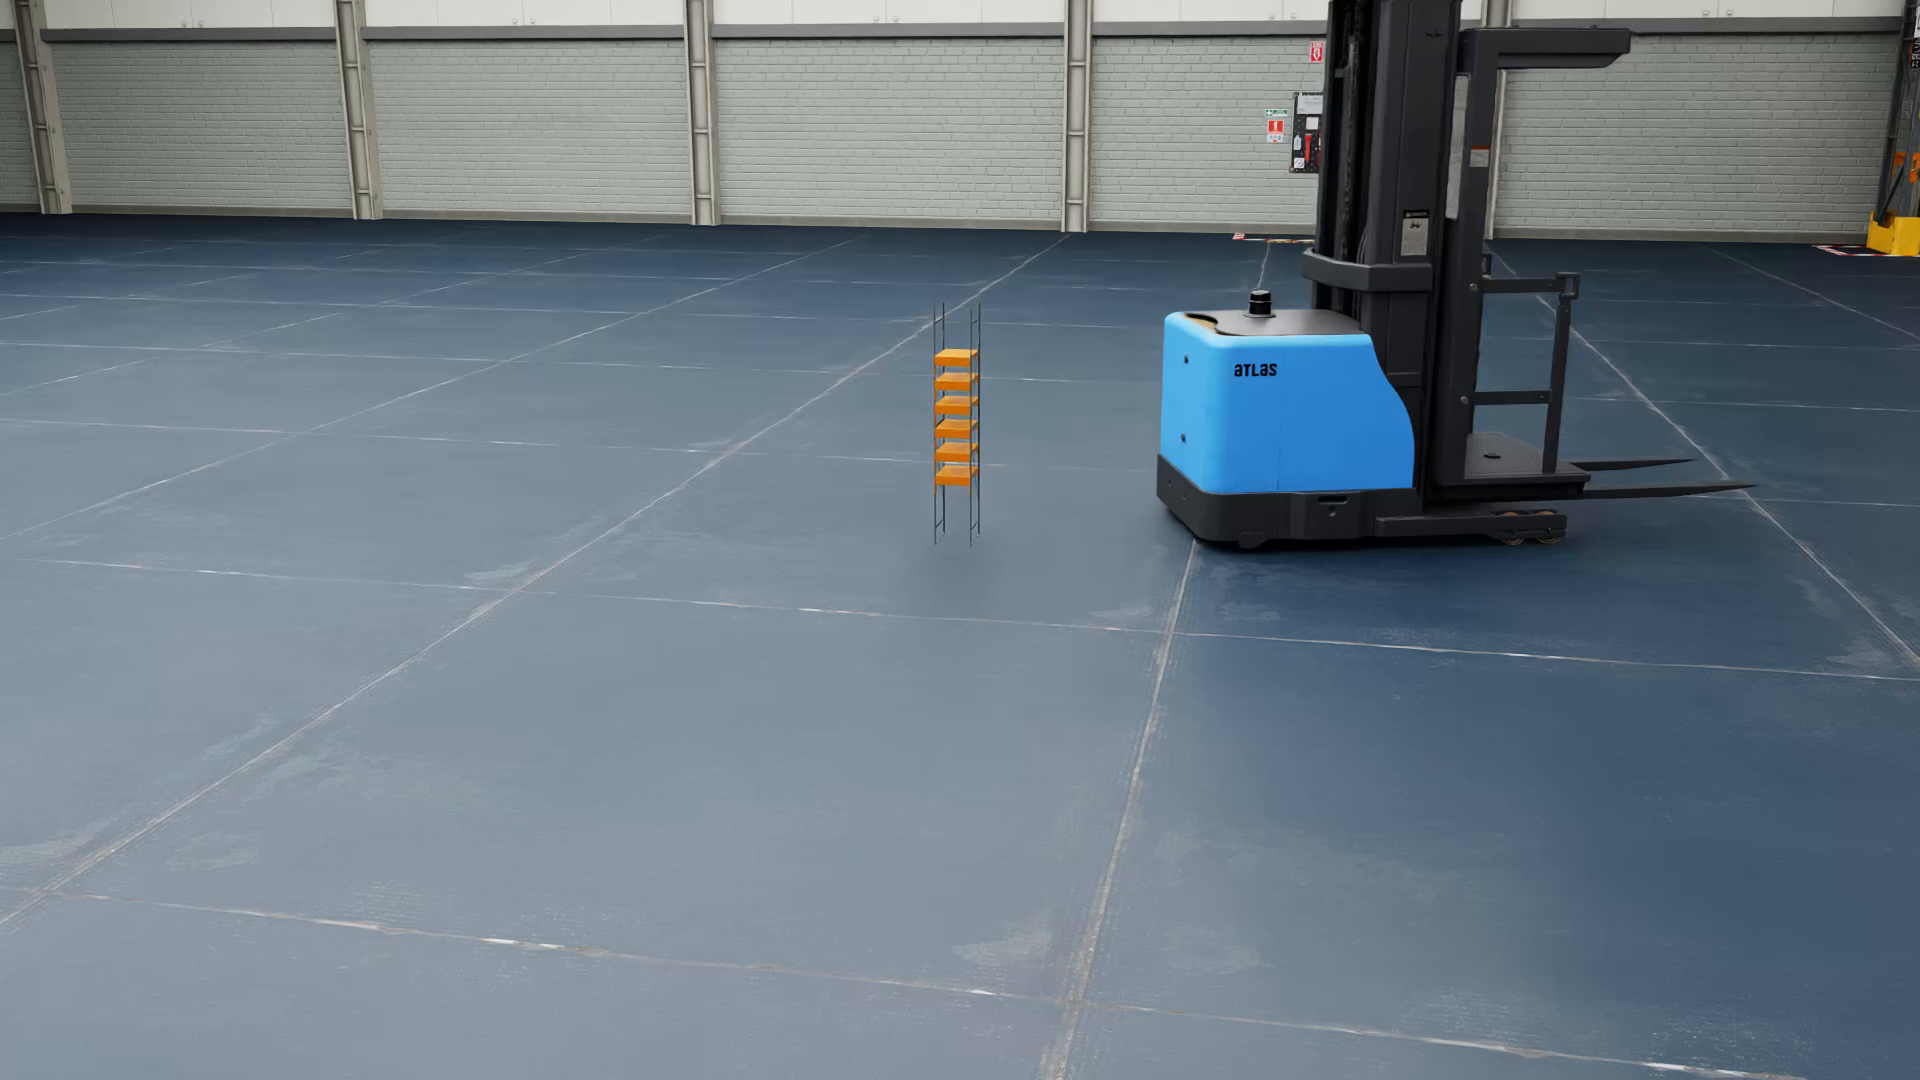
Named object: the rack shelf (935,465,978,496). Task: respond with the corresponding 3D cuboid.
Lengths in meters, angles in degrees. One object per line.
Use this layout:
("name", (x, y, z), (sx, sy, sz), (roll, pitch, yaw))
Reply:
("rack shelf", (-0.014, -0.305, 8.411), (0.180, 0.103, 0.258), (3, 16, 11))

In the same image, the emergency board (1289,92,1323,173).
("emergency board", (5.248, -6.052, 24.722), (0.643, 1.169, 0.194), (3, 16, 11))

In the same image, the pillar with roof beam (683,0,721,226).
("pillar with roof beam", (-4.955, -8.314, 21.650), (0.400, 9.000, 9.100), (3, 16, 11))

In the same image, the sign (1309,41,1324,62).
("sign", (5.260, -7.196, 24.508), (0.199, 0.298, 0.001), (3, 16, 11))

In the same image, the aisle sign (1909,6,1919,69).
("aisle sign", (12.554, -6.581, 21.760), (0.004, 0.787, 0.394), (3, 16, 11))

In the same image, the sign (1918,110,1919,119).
("sign", (12.576, -5.678, 21.749), (0.005, 0.325, 0.100), (3, 16, 11))

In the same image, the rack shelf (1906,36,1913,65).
("rack shelf", (14.644, -6.395, 21.688), (4.000, 0.370, 1.077), (3, 16, 11))

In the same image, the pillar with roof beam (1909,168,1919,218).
("pillar with roof beam", (12.684, -7.357, 18.193), (0.400, 9.000, 9.100), (3, 16, 11))

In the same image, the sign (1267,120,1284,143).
("sign", (4.727, -6.126, 24.921), (0.234, 0.329, 0.001), (3, 16, 11))

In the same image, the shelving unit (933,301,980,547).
("shelving unit", (-0.014, -0.579, 8.335), (0.189, 1.200, 0.258), (3, 16, 11))

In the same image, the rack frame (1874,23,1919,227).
("rack frame", (12.684, -5.403, 22.377), (0.127, 3.000, 1.000), (3, 16, 11))

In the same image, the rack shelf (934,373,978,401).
("rack shelf", (-0.014, -0.767, 8.282), (0.180, 0.103, 0.258), (3, 16, 11))

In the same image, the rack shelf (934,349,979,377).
("rack shelf", (-0.014, -0.883, 8.250), (0.180, 0.103, 0.258), (3, 16, 11))

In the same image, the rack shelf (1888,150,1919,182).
("rack shelf", (14.644, -4.950, 22.089), (4.000, 0.370, 1.077), (3, 16, 11))

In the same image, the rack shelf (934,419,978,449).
("rack shelf", (-0.014, -0.536, 8.346), (0.180, 0.103, 0.258), (3, 16, 11))

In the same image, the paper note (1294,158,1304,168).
("paper note", (5.089, -5.655, 24.939), (0.142, 0.148, 0.016), (3, 16, 11))

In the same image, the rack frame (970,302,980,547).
("rack frame", (0.075, -0.574, 8.317), (0.006, 1.200, 0.240), (3, 16, 11))

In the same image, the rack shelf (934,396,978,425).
("rack shelf", (-0.014, -0.652, 8.314), (0.180, 0.103, 0.258), (3, 16, 11))

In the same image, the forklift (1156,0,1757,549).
("forklift", (2.632, -1.523, 8.500), (3.031, 2.935, 1.130), (-2, 16, -7))

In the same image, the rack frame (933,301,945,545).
("rack frame", (-0.104, -0.584, 8.352), (0.006, 1.200, 0.240), (3, 16, 11))

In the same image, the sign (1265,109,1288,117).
("sign", (4.730, -6.379, 24.841), (0.331, 0.109, 0.001), (3, 16, 11))

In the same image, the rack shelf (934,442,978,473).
("rack shelf", (-0.014, -0.421, 8.379), (0.180, 0.103, 0.258), (3, 16, 11))

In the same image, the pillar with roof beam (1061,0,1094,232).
("pillar with roof beam", (0.925, -7.995, 20.497), (0.400, 9.000, 9.100), (3, 16, 11))

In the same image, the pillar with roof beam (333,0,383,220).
("pillar with roof beam", (-10.834, -8.633, 22.802), (0.400, 9.000, 9.100), (3, 16, 11))

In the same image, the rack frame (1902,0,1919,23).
("rack frame", (12.684, -8.294, 21.576), (0.127, 3.000, 1.000), (3, 16, 11))

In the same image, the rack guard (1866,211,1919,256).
("rack guard", (12.758, -4.194, 22.696), (0.348, 0.500, 1.175), (3, 16, 11))

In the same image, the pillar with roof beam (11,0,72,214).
("pillar with roof beam", (-16.714, -8.953, 23.954), (0.400, 9.000, 9.100), (3, 16, 11))

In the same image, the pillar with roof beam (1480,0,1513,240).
("pillar with roof beam", (6.805, -7.676, 19.345), (0.400, 9.000, 9.100), (3, 16, 11))

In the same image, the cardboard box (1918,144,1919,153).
("cardboard box", (13.181, -5.366, 22.487), (0.500, 0.250, 0.500), (3, 16, 12))
